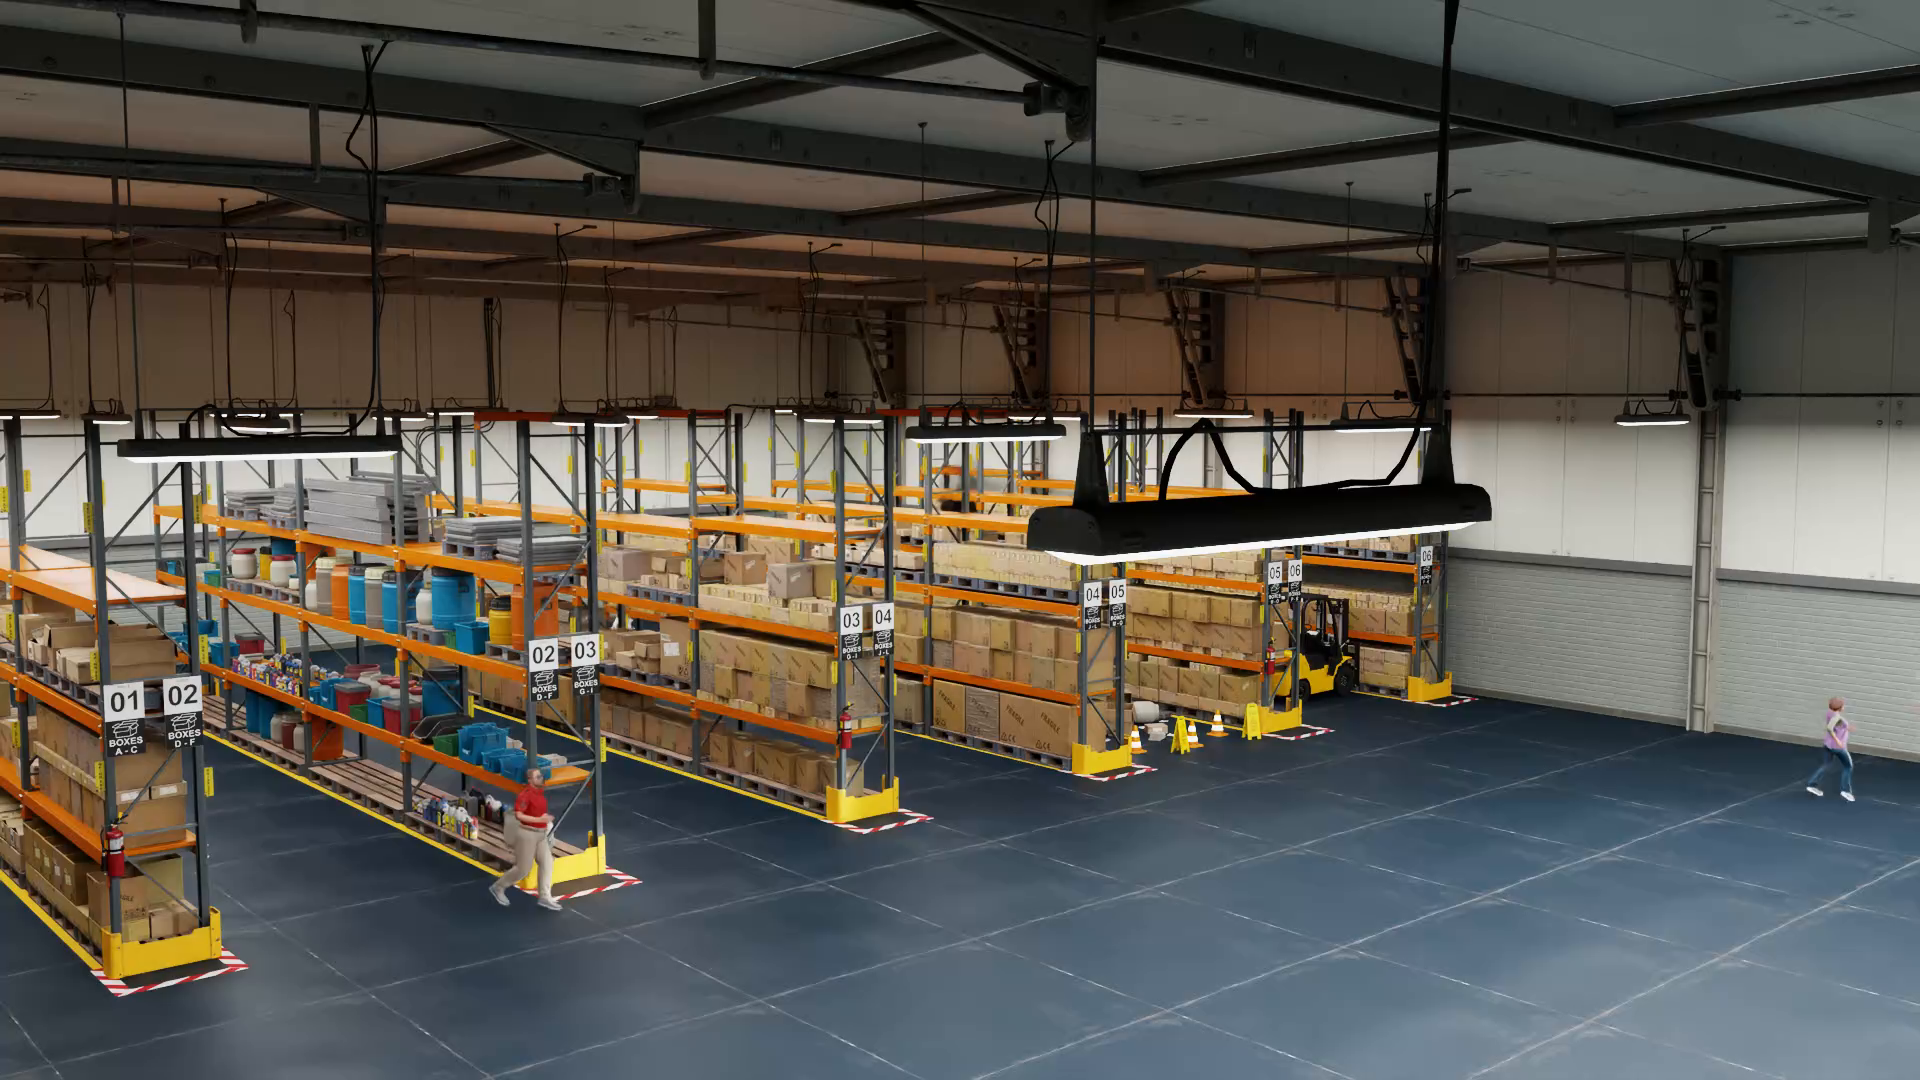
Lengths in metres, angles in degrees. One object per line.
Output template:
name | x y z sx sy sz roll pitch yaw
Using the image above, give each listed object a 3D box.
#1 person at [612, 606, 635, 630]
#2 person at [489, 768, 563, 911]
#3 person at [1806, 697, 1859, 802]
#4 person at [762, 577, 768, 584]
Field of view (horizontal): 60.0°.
person | -7.435 2.284 36.751 0.624 1.695 0.781 -4 7 -40
person | -5.313 3.680 20.503 0.894 1.744 0.668 1 5 11
person | 13.589 3.255 25.855 0.737 1.642 0.510 0 5 0
person | -5.387 1.574 44.414 0.674 1.719 0.932 -2 5 -24
